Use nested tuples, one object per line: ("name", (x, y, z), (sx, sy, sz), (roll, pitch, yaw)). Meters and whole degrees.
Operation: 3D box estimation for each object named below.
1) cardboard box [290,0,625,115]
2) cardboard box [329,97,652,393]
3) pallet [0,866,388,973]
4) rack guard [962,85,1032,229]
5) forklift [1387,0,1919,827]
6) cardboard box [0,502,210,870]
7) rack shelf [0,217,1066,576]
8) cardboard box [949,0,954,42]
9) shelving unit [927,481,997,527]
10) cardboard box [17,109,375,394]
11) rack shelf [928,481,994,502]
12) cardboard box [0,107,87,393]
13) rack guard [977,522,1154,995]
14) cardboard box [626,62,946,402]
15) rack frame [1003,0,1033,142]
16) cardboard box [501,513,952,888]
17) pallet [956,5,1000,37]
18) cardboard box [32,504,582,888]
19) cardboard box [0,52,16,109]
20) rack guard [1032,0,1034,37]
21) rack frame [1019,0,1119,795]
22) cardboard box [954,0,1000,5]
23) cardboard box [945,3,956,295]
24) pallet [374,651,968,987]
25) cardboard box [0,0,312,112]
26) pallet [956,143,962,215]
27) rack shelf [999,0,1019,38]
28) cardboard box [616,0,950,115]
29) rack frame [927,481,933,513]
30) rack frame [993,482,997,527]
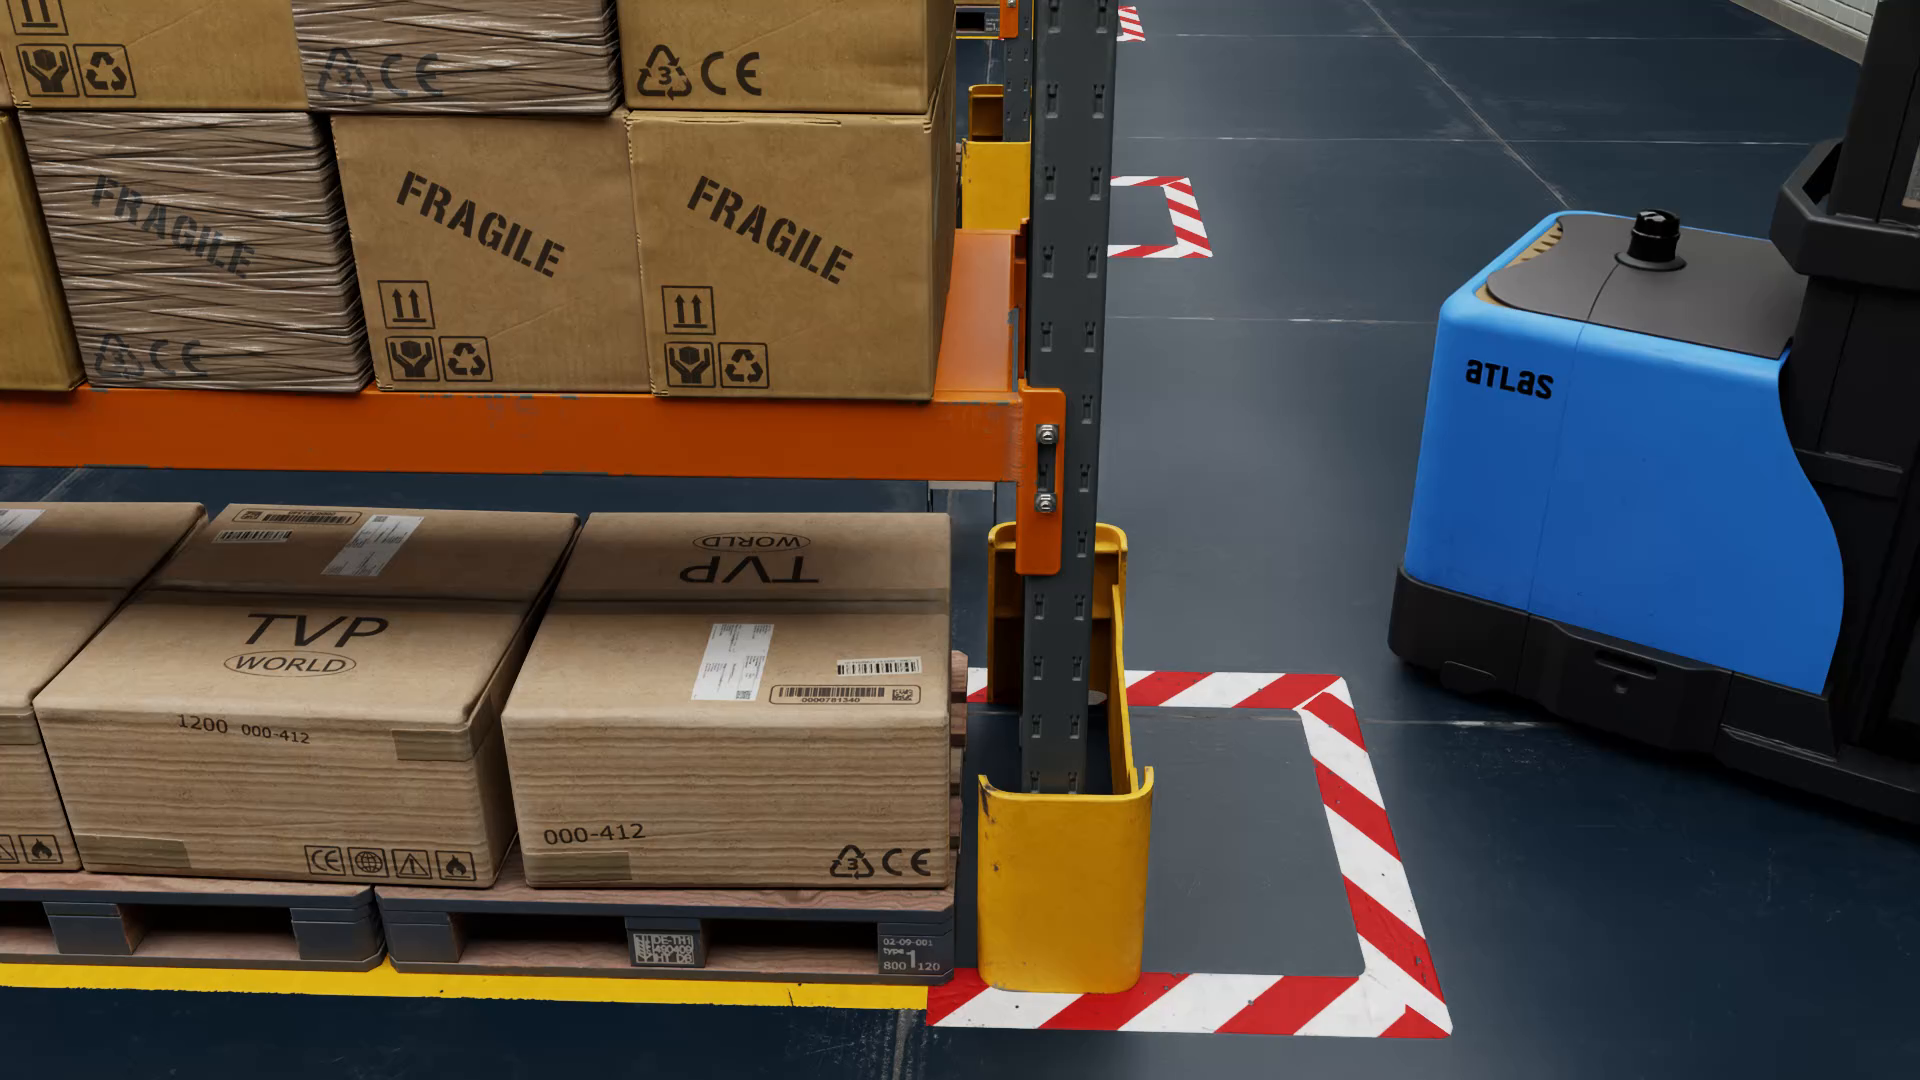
("cardboard box", (-0.809, -1.033, 2.821), (0.500, 0.500, 0.500), (1, 28, 2))
("cardboard box", (-0.788, -0.599, 3.070), (0.500, 0.500, 0.500), (0, 28, 1))
("pallet", (-1.814, 0.579, 3.933), (1.213, 0.211, 1.003), (1, 28, 2))
("rack guard", (0.202, -1.871, 8.245), (0.348, 0.500, 1.175), (1, 28, 2))
("forklift", (2.680, -0.735, 3.507), (3.031, 2.935, 1.130), (17, 33, 30))
("cardboard box", (-2.275, 0.300, 3.768), (0.875, 0.438, 0.875), (0, 28, 0))
("rack shelf", (-1.794, -0.370, 3.514), (4.000, 0.370, 1.077), (1, 28, 2))
("cardboard box", (-0.265, -1.282, 3.292), (0.500, 0.500, 0.500), (0, 28, 1))
("shelving unit", (0.008, -0.397, 5.039), (0.210, 0.900, 0.258), (1, 28, 2))
("cardboard box", (-1.303, -0.603, 3.078), (0.500, 0.500, 0.500), (2, 28, 3))
("rack shelf", (0.008, -0.209, 5.139), (0.200, 0.077, 0.258), (1, 28, 2))
("cardboard box", (-1.819, -0.605, 3.082), (0.500, 0.500, 0.500), (2, 28, 3))
("rack guard", (0.228, 0.450, 3.868), (0.348, 0.500, 1.175), (1, 28, 2))
("cardboard box", (-0.287, -0.583, 3.041), (0.500, 0.500, 0.500), (1, 28, 2))
("rack frame", (0.278, -2.974, 7.657), (0.127, 3.000, 1.000), (1, 28, 2))
("cardboard box", (-0.459, 0.327, 3.717), (0.875, 0.438, 0.875), (0, 28, 0))
("pallet", (-0.248, -4.038, 12.643), (1.213, 0.211, 1.003), (1, 28, 2))
("cardboard box", (-1.374, 0.316, 3.738), (0.875, 0.438, 0.875), (2, 28, 3))
("cardboard box", (-1.806, -1.051, 2.856), (0.500, 0.500, 0.500), (1, 28, 1))
("rack guard", (0.578, -4.189, 12.618), (0.348, 0.500, 1.175), (1, 28, 2))
("rack frame", (0.204, -0.655, 3.283), (0.127, 3.000, 1.000), (1, 28, 2))
("cardboard box", (-0.088, -4.514, 12.382), (0.875, 0.875, 0.875), (1, 28, 2))
("cardboard box", (-0.265, -0.842, 3.528), (0.500, 0.500, 0.500), (1, 28, 1))
("pallet", (-0.598, 0.600, 3.892), (1.213, 0.211, 1.003), (1, 28, 2))
("cardboard box", (-1.303, -1.042, 2.839), (0.500, 0.500, 0.500), (1, 28, 2))
("pallet", (-0.609, -1.773, 8.369), (1.213, 0.211, 1.003), (1, 28, 2))
("rack shelf", (-1.721, -2.689, 7.888), (4.000, 0.370, 1.077), (1, 28, 2))
("cardboard box", (-0.286, -1.038, 2.830), (0.500, 0.500, 0.500), (2, 28, 3))
("rack frame", (-0.093, -0.399, 5.042), (0.006, 0.900, 0.240), (1, 28, 2))
("rack frame", (0.110, -0.396, 5.036), (0.006, 0.900, 0.240), (1, 28, 2))
